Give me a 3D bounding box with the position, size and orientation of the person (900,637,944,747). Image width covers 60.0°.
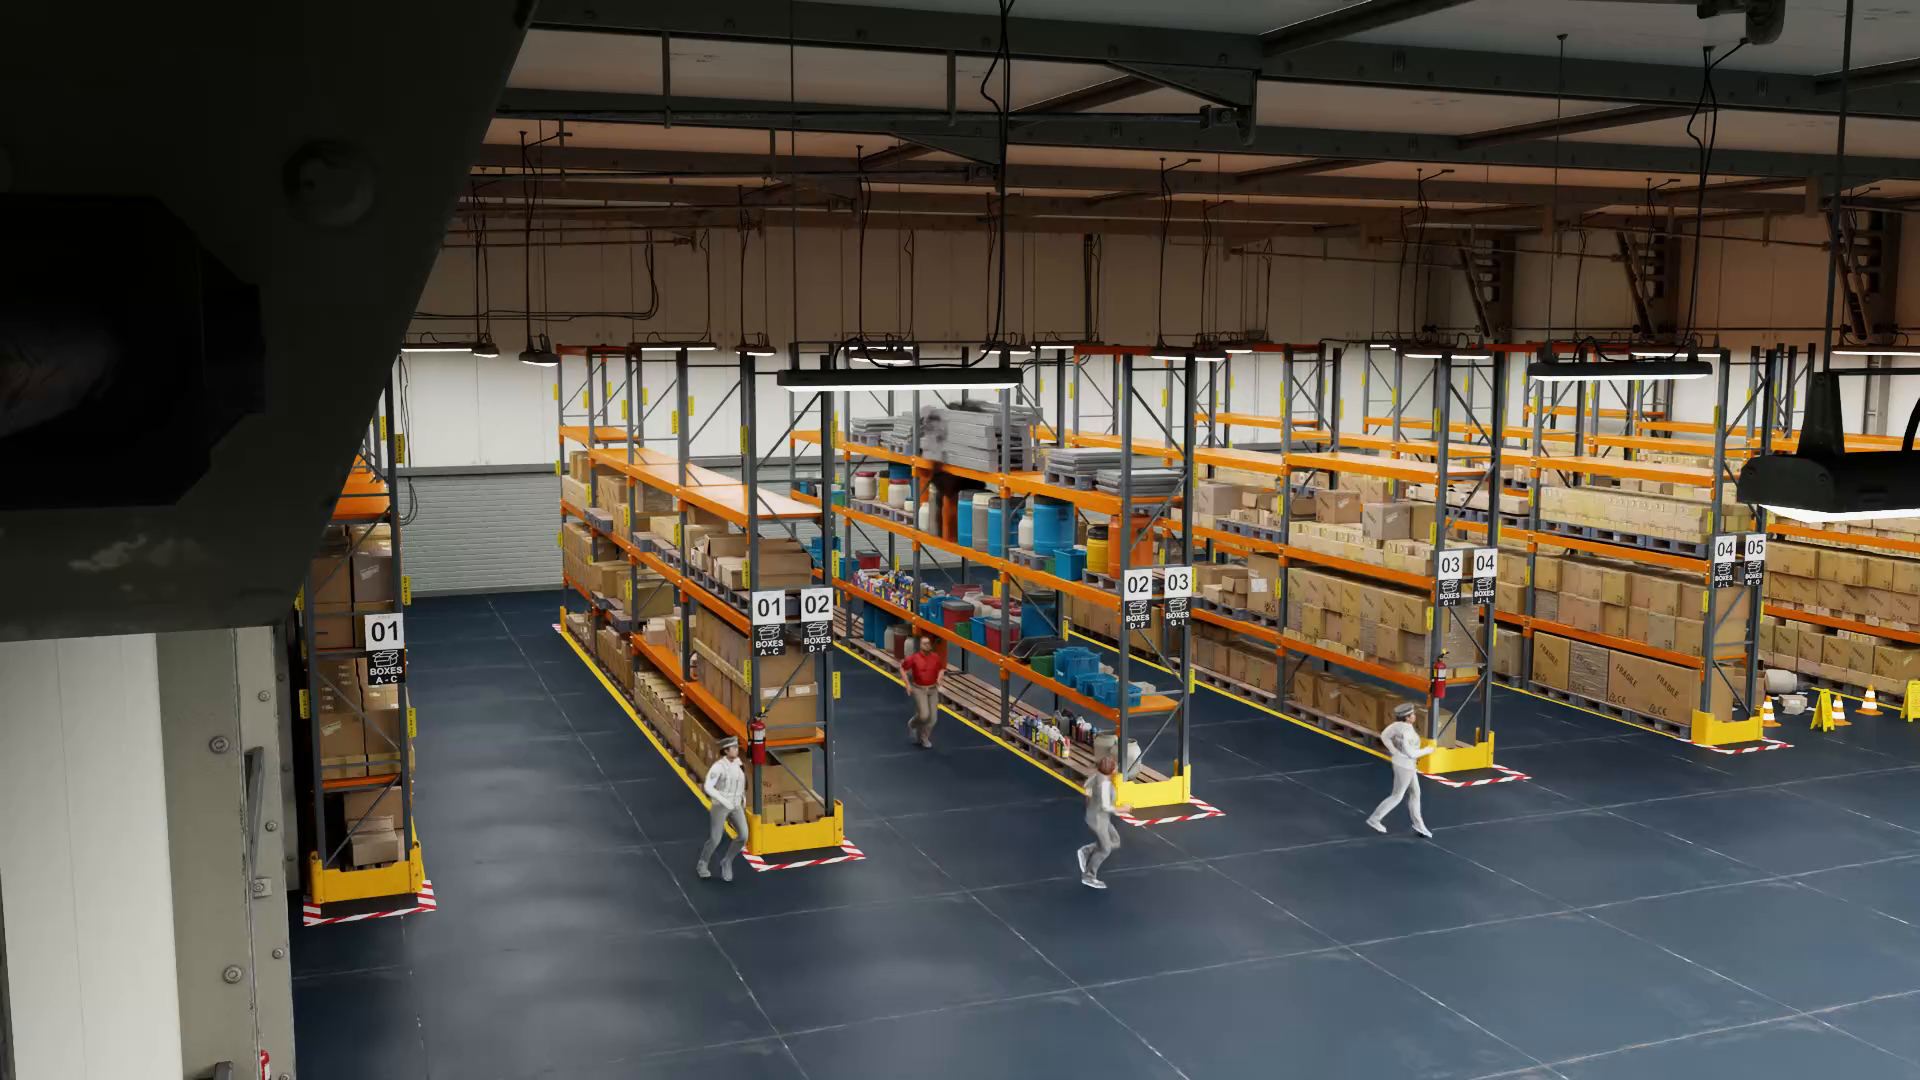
[{"bbox_3d":[-0.518,2.307,25.177,0.665,1.685,0.593,-3,8,-26],"label":"person"}]

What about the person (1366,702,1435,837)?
[{"bbox_3d":[5.503,2.868,20.698,0.831,1.742,0.603,1,7,5],"label":"person"}]

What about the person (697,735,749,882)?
[{"bbox_3d":[-2.673,3.084,19.230,0.625,1.669,0.673,7,10,44],"label":"person"}]

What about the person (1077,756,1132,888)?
[{"bbox_3d":[1.637,3.190,18.848,0.610,1.549,0.579,0,7,0],"label":"person"}]

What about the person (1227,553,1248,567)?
[{"bbox_3d":[6.875,0.216,41.376,0.863,1.722,0.786,7,10,44],"label":"person"}]
